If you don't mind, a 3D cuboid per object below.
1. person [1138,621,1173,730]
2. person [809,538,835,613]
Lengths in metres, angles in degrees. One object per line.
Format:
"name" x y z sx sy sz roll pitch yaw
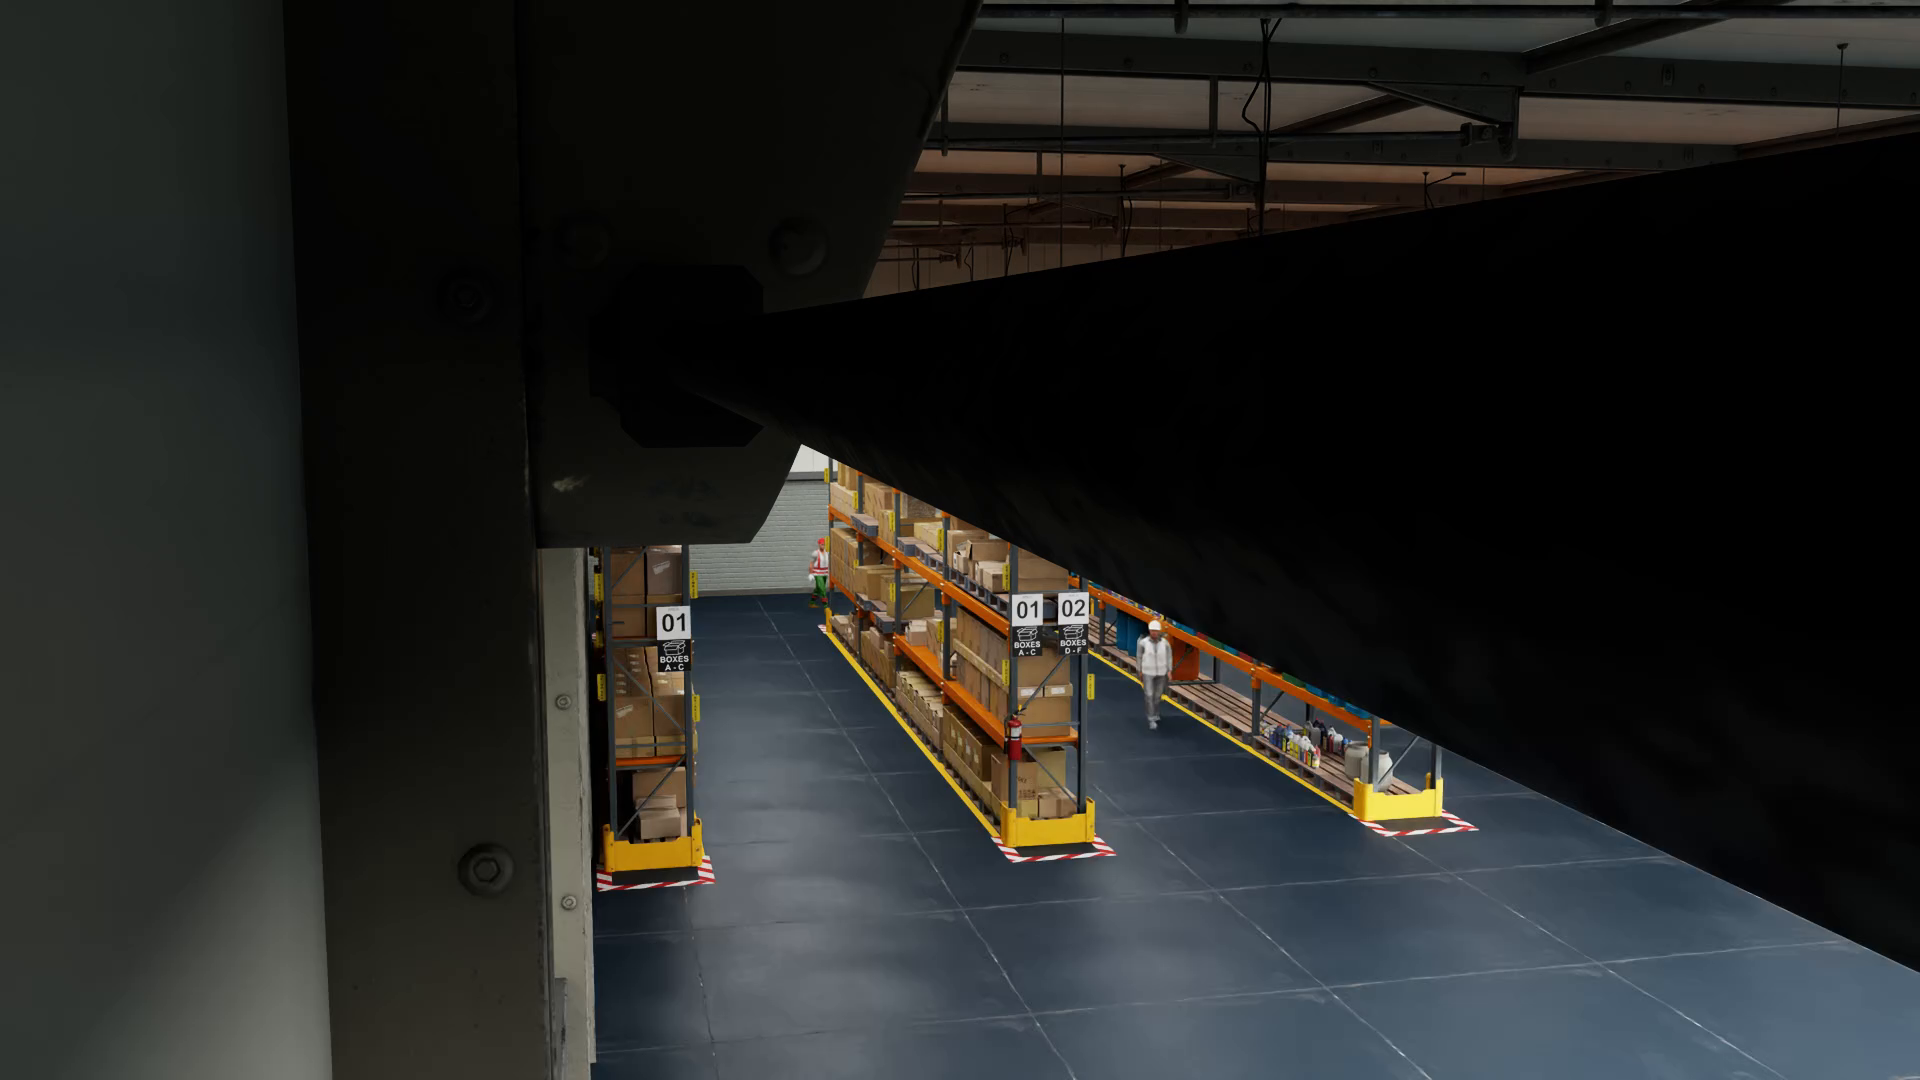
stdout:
"person" 3.241 2.202 27.456 0.553 1.719 1.004 0 7 -4
"person" -3.222 0.811 39.024 1.096 1.720 0.548 6 9 43
